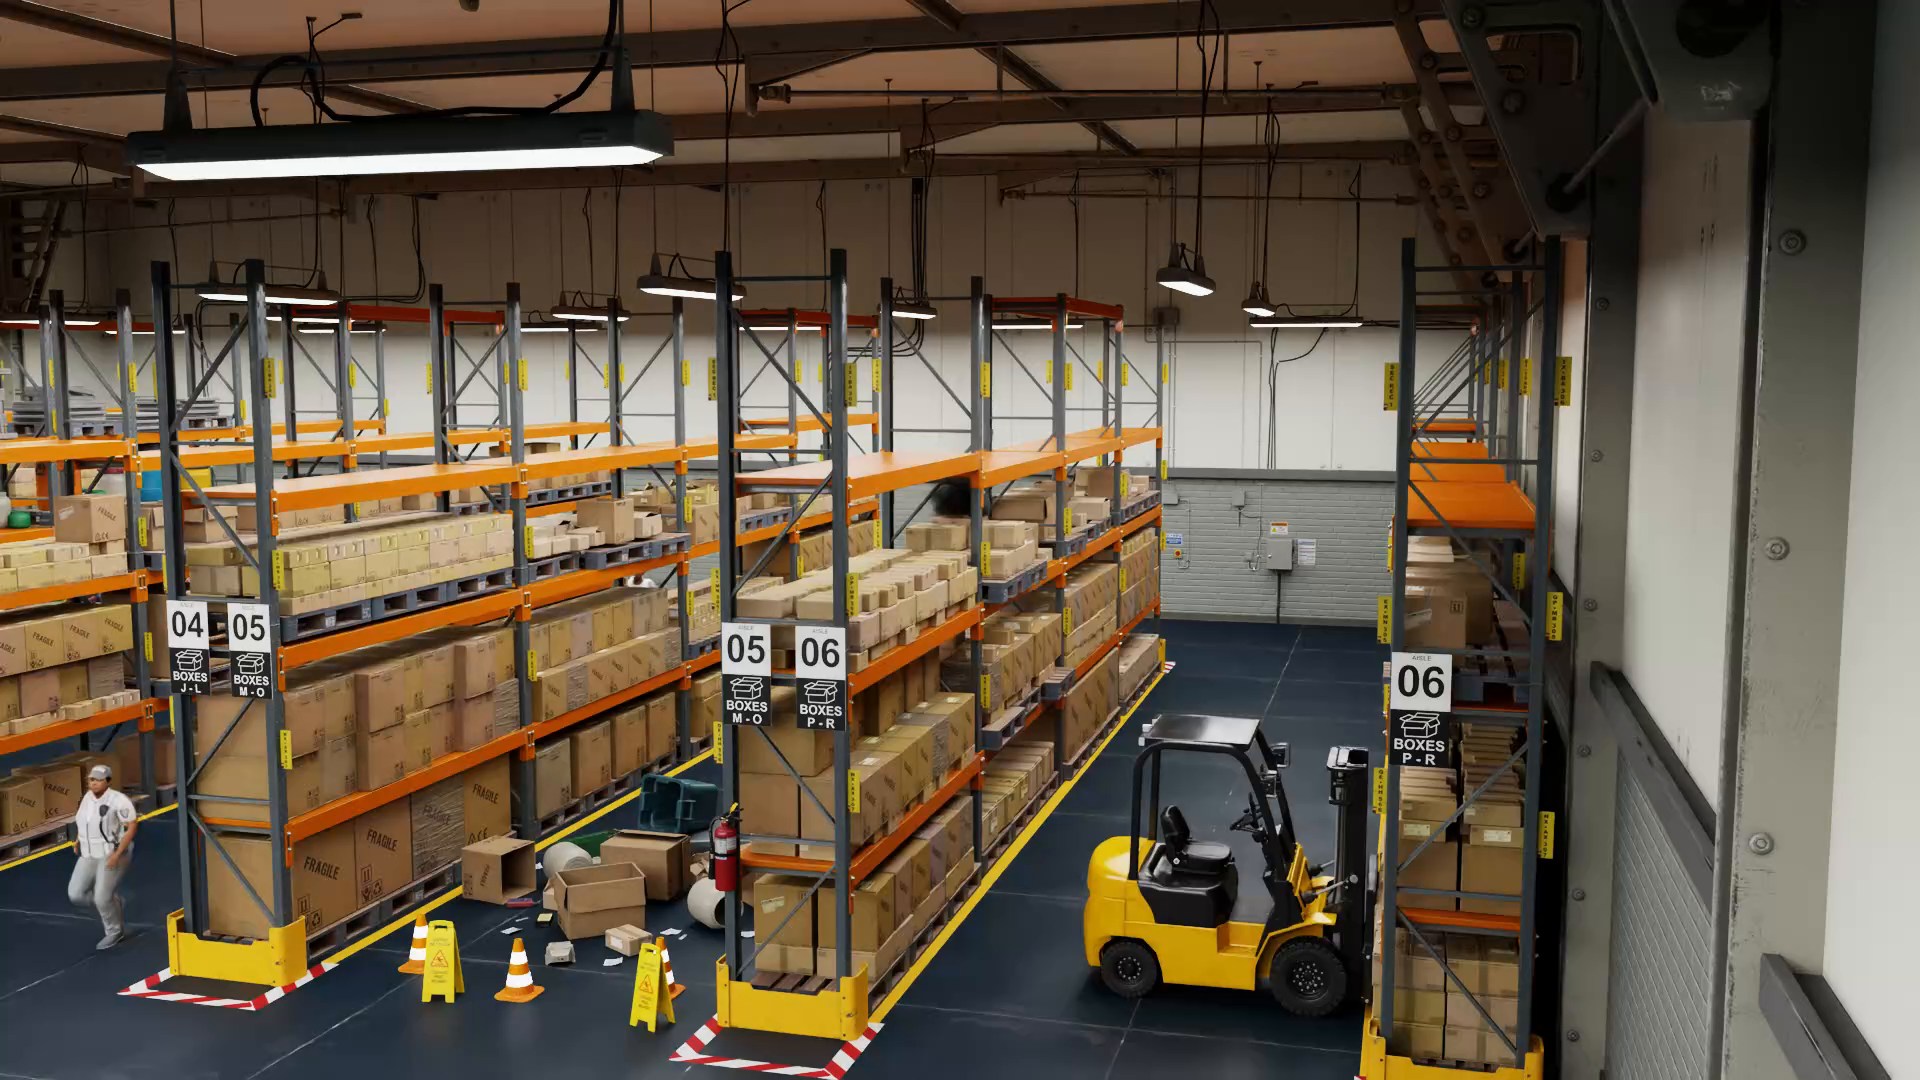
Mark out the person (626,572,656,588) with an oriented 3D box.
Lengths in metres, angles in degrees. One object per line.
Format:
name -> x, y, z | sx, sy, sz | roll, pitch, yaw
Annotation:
person -> -5.444, 1.276, 28.416 | 0.643, 1.788, 0.954 | 1, 6, 9

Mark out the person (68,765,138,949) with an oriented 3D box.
person -> -7.636, 2.808, 14.801 | 0.636, 1.634, 0.509 | 2, 6, 20
